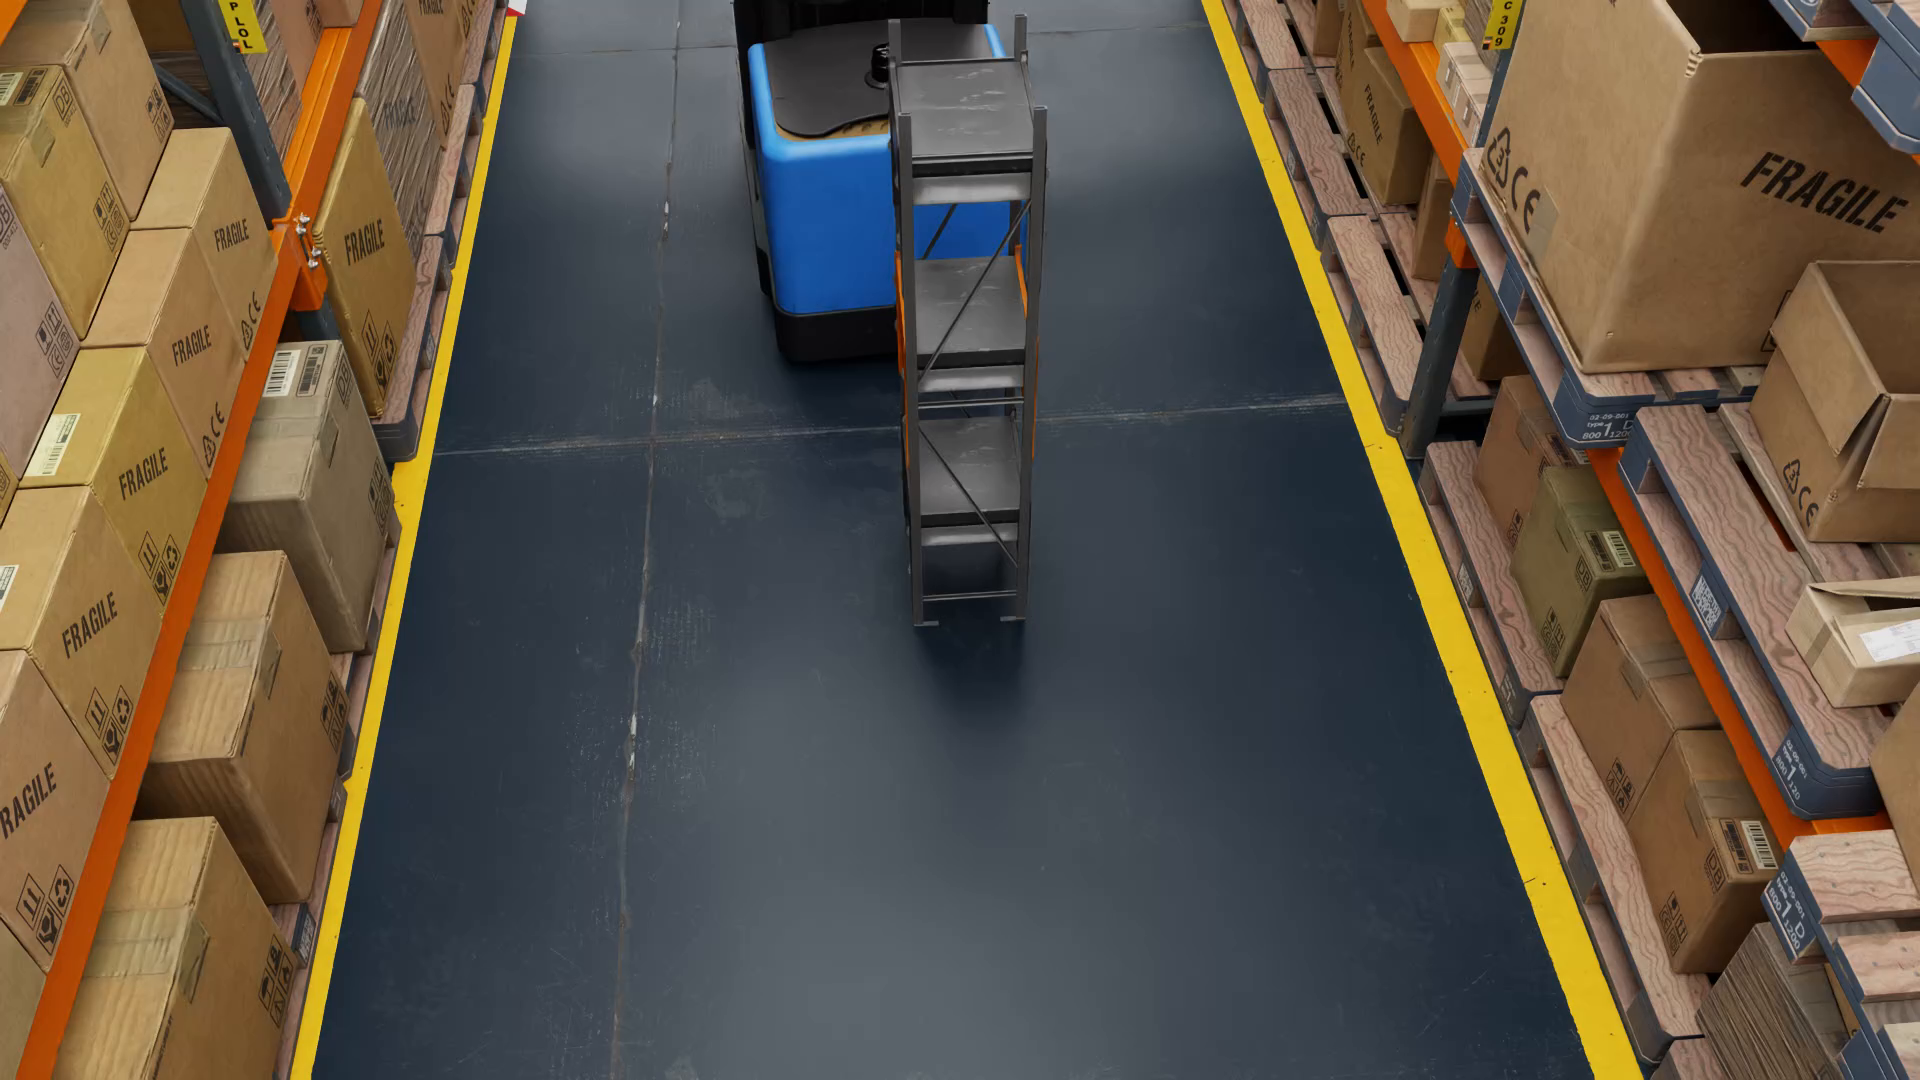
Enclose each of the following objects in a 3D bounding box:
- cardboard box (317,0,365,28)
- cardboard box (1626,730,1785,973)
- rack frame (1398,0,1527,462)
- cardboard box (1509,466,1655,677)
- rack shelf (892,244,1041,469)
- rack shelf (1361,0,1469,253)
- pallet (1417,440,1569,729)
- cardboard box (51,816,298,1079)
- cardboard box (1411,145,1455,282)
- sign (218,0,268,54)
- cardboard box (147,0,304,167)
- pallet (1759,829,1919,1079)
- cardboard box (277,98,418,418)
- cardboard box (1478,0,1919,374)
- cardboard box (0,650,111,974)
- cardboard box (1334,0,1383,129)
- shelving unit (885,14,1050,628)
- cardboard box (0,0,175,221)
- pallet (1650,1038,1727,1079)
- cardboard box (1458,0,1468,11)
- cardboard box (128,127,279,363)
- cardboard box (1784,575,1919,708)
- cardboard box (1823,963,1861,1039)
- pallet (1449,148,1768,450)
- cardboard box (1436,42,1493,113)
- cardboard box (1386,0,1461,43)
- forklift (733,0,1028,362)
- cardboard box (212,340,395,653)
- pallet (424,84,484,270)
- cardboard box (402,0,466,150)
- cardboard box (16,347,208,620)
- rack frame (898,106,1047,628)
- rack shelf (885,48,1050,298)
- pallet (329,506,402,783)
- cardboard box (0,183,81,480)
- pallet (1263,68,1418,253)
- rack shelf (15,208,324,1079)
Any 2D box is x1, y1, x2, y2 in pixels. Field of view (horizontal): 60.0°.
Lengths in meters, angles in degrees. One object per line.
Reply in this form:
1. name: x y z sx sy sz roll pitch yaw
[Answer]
1. cardboard box: -2.742 -2.300 6.259 0.875 0.550 0.550 -3 47 -3
2. cardboard box: 2.394 0.892 4.758 0.700 0.500 0.500 0 47 0
3. rack frame: 2.248 -1.416 5.525 1.000 3.000 0.127 -3 47 -3
4. cardboard box: 2.299 0.084 5.523 0.700 0.500 0.500 -4 47 -4
5. rack shelf: 0.014 -0.593 5.384 0.431 0.518 0.480 -3 47 -3
6. rack shelf: 2.081 -2.616 7.157 1.077 0.370 4.000 -3 47 -3
7. pallet: 2.315 0.106 6.004 1.003 0.211 1.213 -3 47 -3
8. cardboard box: -2.406 1.257 4.254 1.050 0.750 0.750 -3 47 -3
9. cardboard box: 2.199 -1.407 6.949 0.500 0.500 0.500 10 47 9
10. sign: -2.163 -1.599 4.955 0.100 0.325 0.005 -3 47 -3
11. cardboard box: -2.746 -1.506 5.507 0.875 0.550 0.550 -3 47 -3
12. pallet: 2.417 1.035 3.336 1.213 0.211 1.003 -3 47 -3
13. cardboard box: -2.686 -1.061 6.363 0.875 0.875 0.875 -3 47 -3
14. cardboard box: 2.175 -1.184 4.603 1.000 1.000 1.000 -3 47 -3
15. cardboard box: -2.224 0.598 3.549 0.500 0.500 0.500 -4 47 -3
16. cardboard box: 2.067 -2.258 7.755 0.500 0.500 0.500 0 47 0
17. shelving unit: 0.014 -0.602 5.374 0.431 2.100 0.503 -3 47 -3
18. cardboard box: -2.655 -1.207 4.570 0.700 0.500 0.500 -4 47 -4
19. pallet: 2.519 1.871 4.332 1.003 0.211 1.213 -3 47 -3
20. cardboard box: 2.265 -2.246 6.038 0.875 0.500 0.500 -3 47 -3
21. cardboard box: -2.393 -0.861 4.931 0.500 0.500 0.500 -4 47 -4
22. cardboard box: 2.174 0.189 3.808 0.396 0.266 0.258 -5 47 -4
23. cardboard box: 2.443 1.062 4.080 0.500 0.250 0.500 1 47 1
24. pallet: 2.167 -0.789 5.063 1.003 0.211 1.213 -3 47 -3
25. cardboard box: 1.926 -1.649 5.919 0.380 0.149 0.250 -3 47 -3
26. cardboard box: 1.833 -2.008 6.258 0.380 0.149 0.250 -3 47 -3
27. forklift: -0.465 -2.826 6.908 1.130 2.935 3.031 -7 47 -6
28. cardboard box: -2.561 -0.115 5.553 1.050 0.750 0.750 -4 47 -3
29. pallet: -2.794 -1.669 7.685 1.003 0.211 1.213 -3 47 -3
30. cardboard box: -2.839 -2.373 7.605 0.875 0.875 0.875 -4 47 -4
31. cardboard box: -2.308 -0.130 4.238 0.500 0.500 0.500 -3 47 -3
32. rack frame: 0.034 -0.426 5.207 0.400 2.100 0.015 -3 47 -3
33. rack shelf: 0.014 -1.074 4.876 0.431 0.518 0.480 -3 47 -3
34. pallet: -2.563 0.325 5.797 1.003 0.211 1.213 -3 47 -3
35. cardboard box: -2.568 -0.470 3.871 0.700 0.500 0.500 -3 47 -3
36. pallet: 2.052 -1.826 7.834 1.003 0.211 1.213 -3 47 -3
37. rack shelf: -2.535 0.506 4.200 1.077 0.370 4.000 -3 47 -3
